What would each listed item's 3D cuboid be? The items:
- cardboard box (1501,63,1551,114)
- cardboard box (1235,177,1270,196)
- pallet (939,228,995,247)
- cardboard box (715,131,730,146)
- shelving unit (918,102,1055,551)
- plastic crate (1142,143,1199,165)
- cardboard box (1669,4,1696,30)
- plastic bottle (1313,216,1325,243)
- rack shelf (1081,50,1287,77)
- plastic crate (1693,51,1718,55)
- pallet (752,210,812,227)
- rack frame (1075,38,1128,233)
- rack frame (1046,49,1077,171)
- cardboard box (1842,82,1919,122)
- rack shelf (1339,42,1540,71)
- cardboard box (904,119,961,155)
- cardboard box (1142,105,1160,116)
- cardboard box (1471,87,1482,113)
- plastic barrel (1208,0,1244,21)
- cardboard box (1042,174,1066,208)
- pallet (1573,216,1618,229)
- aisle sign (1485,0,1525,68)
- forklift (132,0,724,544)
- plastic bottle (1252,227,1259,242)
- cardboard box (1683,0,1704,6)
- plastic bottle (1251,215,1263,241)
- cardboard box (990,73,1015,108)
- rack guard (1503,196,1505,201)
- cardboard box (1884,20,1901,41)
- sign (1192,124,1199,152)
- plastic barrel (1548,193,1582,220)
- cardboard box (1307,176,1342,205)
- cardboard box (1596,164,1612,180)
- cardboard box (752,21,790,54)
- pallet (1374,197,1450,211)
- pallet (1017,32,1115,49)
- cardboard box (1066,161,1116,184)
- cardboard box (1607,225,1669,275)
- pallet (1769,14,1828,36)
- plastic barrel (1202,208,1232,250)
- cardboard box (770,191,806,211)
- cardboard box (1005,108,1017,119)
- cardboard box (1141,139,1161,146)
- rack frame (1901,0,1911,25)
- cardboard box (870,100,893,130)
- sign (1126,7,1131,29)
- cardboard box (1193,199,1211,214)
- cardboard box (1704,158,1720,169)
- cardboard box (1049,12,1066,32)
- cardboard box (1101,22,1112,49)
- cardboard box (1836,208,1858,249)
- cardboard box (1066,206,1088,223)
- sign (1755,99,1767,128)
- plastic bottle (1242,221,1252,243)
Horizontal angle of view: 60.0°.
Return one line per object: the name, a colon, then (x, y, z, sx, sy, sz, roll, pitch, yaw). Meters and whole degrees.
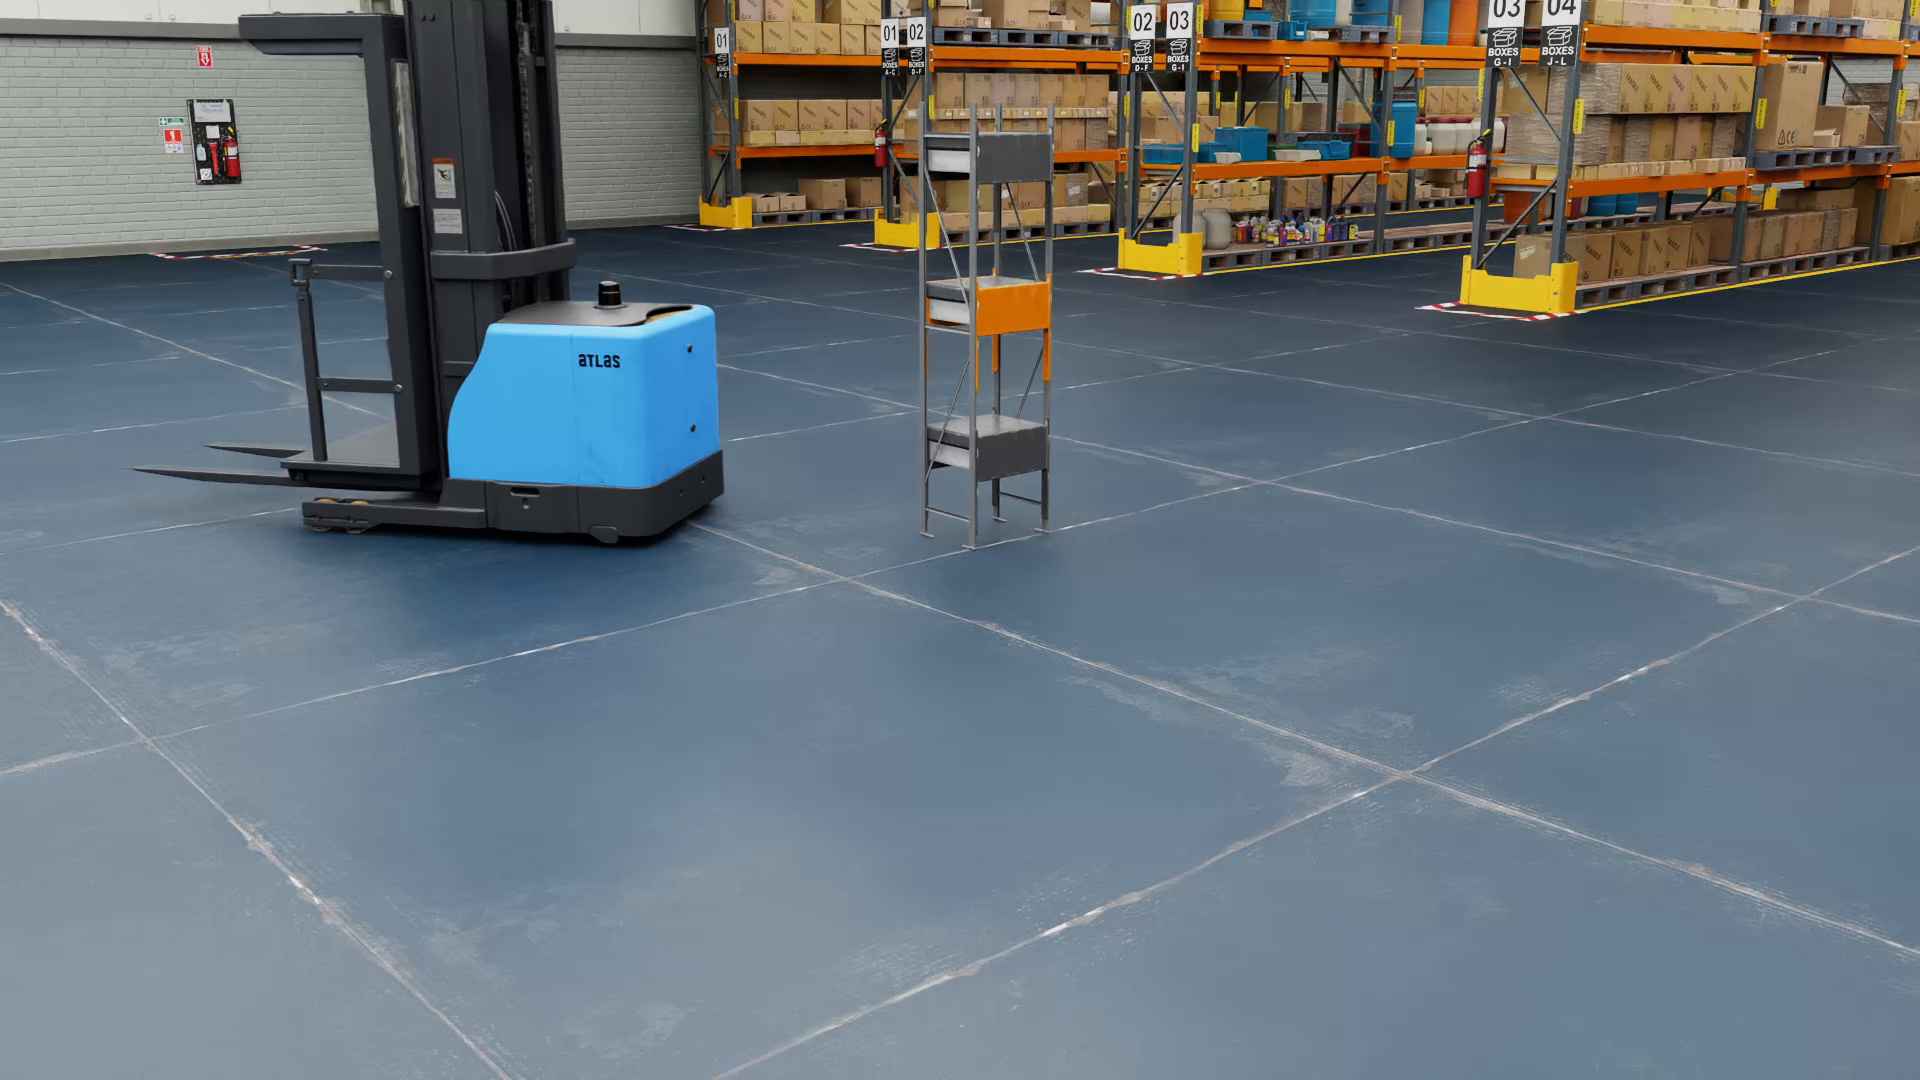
cardboard box: (5.987, -4.678, 17.242, 0.500, 0.500, 0.500, -13, 19, -39)
cardboard box: (5.036, -6.154, 28.906, 0.500, 0.311, 0.500, -12, 19, -38)
pallet: (-0.217, -4.581, 24.991, 1.213, 0.211, 1.003, -13, 19, -39)
cardboard box: (-3.795, -6.808, 28.178, 0.500, 0.250, 0.500, -12, 19, -39)
shelving unit: (0.125, -1.042, 8.084, 0.503, 2.100, 0.431, -13, 19, -39)
plastic crate: (2.664, -4.897, 21.058, 0.616, 0.251, 0.499, -13, 19, -39)
cardboard box: (7.418, -5.530, 17.619, 0.500, 0.250, 0.500, -12, 19, -38)
plastic bottle: (4.815, -4.183, 22.380, 0.185, 0.351, 0.144, -13, 20, -40)
rack shelf: (3.760, -7.908, 27.626, 4.000, 0.370, 1.077, -13, 19, -39)
plastic crate: (12.652, -8.401, 28.331, 0.590, 0.269, 0.497, -13, 19, -39)
pallet: (-3.327, -5.551, 28.621, 1.213, 0.211, 1.003, -13, 19, -39)
rack frame: (2.252, -6.468, 26.652, 0.127, 3.000, 1.000, -13, 19, -39)
rack frame: (2.014, -8.109, 32.797, 0.127, 3.000, 1.000, -13, 19, -39)
cardboard box: (12.331, -5.870, 22.276, 0.637, 0.503, 0.797, -12, 19, -38)
rack shelf: (7.009, -6.944, 24.014, 4.000, 0.370, 1.077, -13, 19, -39)
cardboard box: (-0.405, -5.915, 24.389, 0.500, 0.500, 0.700, -13, 19, -39)
cardboard box: (3.713, -8.604, 33.840, 0.500, 0.500, 0.500, -12, 19, -38)
cardboard box: (9.993, -8.642, 32.659, 0.500, 0.500, 0.500, -12, 19, -38)
plastic barrel: (3.259, -6.786, 20.853, 0.600, 0.588, 0.600, 0, 15, 0)
cardboard box: (1.286, -5.416, 25.774, 0.500, 0.500, 0.500, -13, 19, -39)
pallet: (10.005, -5.181, 27.236, 1.213, 0.211, 1.003, -13, 19, -39)
aisle sign: (5.490, -5.165, 16.737, 0.004, 0.787, 0.394, -13, 19, -39)
forklift: (-2.839, -1.576, 8.469, 3.031, 2.935, 1.130, 3, 15, 12)
plastic bottle: (3.989, -4.122, 22.440, 0.097, 0.201, 0.097, 0, 15, 0)
cardboard box: (7.705, -5.773, 17.754, 0.250, 0.149, 0.380, -12, 19, -37)
plastic bottle: (4.016, -4.244, 22.608, 0.185, 0.351, 0.144, -12, 19, -37)
cardboard box: (0.407, -6.727, 24.913, 0.500, 0.500, 0.700, -13, 19, -39)
rack guard: (11.247, -7.280, 34.537, 0.348, 0.500, 1.175, -13, 19, -39)
cardboard box: (11.571, -6.465, 21.119, 0.500, 0.250, 0.500, -13, 19, -39)
sign: (2.841, -4.851, 20.063, 0.005, 0.325, 0.100, -13, 19, -39)
plastic barrel: (9.728, -5.496, 26.872, 0.708, 0.588, 0.600, -13, 19, -39)
cardboard box: (6.573, -6.346, 30.186, 0.500, 0.500, 0.500, -13, 20, -40)
cardboard box: (6.505, -3.820, 17.225, 0.250, 0.149, 0.380, -13, 19, -39)
cardboard box: (-3.176, -8.353, 27.665, 0.500, 0.500, 0.500, -11, 19, -36)
pallet: (8.805, -6.592, 32.521, 1.213, 0.211, 1.003, -13, 19, -39)
pallet: (1.625, -7.725, 25.717, 1.213, 0.211, 1.003, -13, 19, -39)
cardboard box: (2.655, -7.373, 33.391, 0.750, 0.750, 0.750, -13, 20, -40)
cardboard box: (7.580, -3.255, 18.654, 0.500, 0.500, 0.500, 14, 20, 42)
pallet: (9.287, -5.981, 19.381, 1.003, 0.211, 1.213, -13, 19, -39)
plastic barrel: (3.307, -4.038, 21.561, 0.421, 0.512, 0.421, 0, 15, 0)
cardboard box: (-3.010, -5.864, 28.748, 0.500, 0.311, 0.500, -11, 18, -35)
cardboard box: (0.642, -6.395, 24.929, 0.250, 0.149, 0.380, -13, 20, -40)
cardboard box: (3.054, -6.457, 27.098, 0.250, 0.149, 0.380, -13, 19, -39)
rack frame: (11.769, -8.115, 21.192, 0.127, 3.000, 1.000, -13, 19, -39)
cardboard box: (-1.529, -7.505, 29.334, 0.500, 0.500, 0.500, -13, 20, -40)
sign: (2.617, -8.097, 25.785, 0.005, 0.325, 0.100, -13, 19, -39)
cardboard box: (3.878, -5.623, 28.004, 0.500, 0.250, 0.500, -12, 19, -38)
cardboard box: (8.360, -4.253, 18.845, 0.250, 0.149, 0.380, -13, 19, -39)
cardboard box: (1.291, -8.019, 25.735, 0.500, 0.311, 0.500, -14, 20, -42)
cardboard box: (2.708, -10.013, 33.064, 0.500, 0.500, 0.700, -14, 20, -42)
cardboard box: (11.277, -4.104, 21.793, 0.500, 0.500, 0.700, -14, 20, -42)
cardboard box: (1.662, -5.139, 26.190, 0.500, 0.250, 0.500, -13, 19, -39)
sign: (9.114, -4.853, 18.928, 0.005, 0.325, 0.100, -13, 19, -39)
plastic bottle: (3.859, -4.139, 22.344, 0.133, 0.283, 0.061, -13, 19, -39)
